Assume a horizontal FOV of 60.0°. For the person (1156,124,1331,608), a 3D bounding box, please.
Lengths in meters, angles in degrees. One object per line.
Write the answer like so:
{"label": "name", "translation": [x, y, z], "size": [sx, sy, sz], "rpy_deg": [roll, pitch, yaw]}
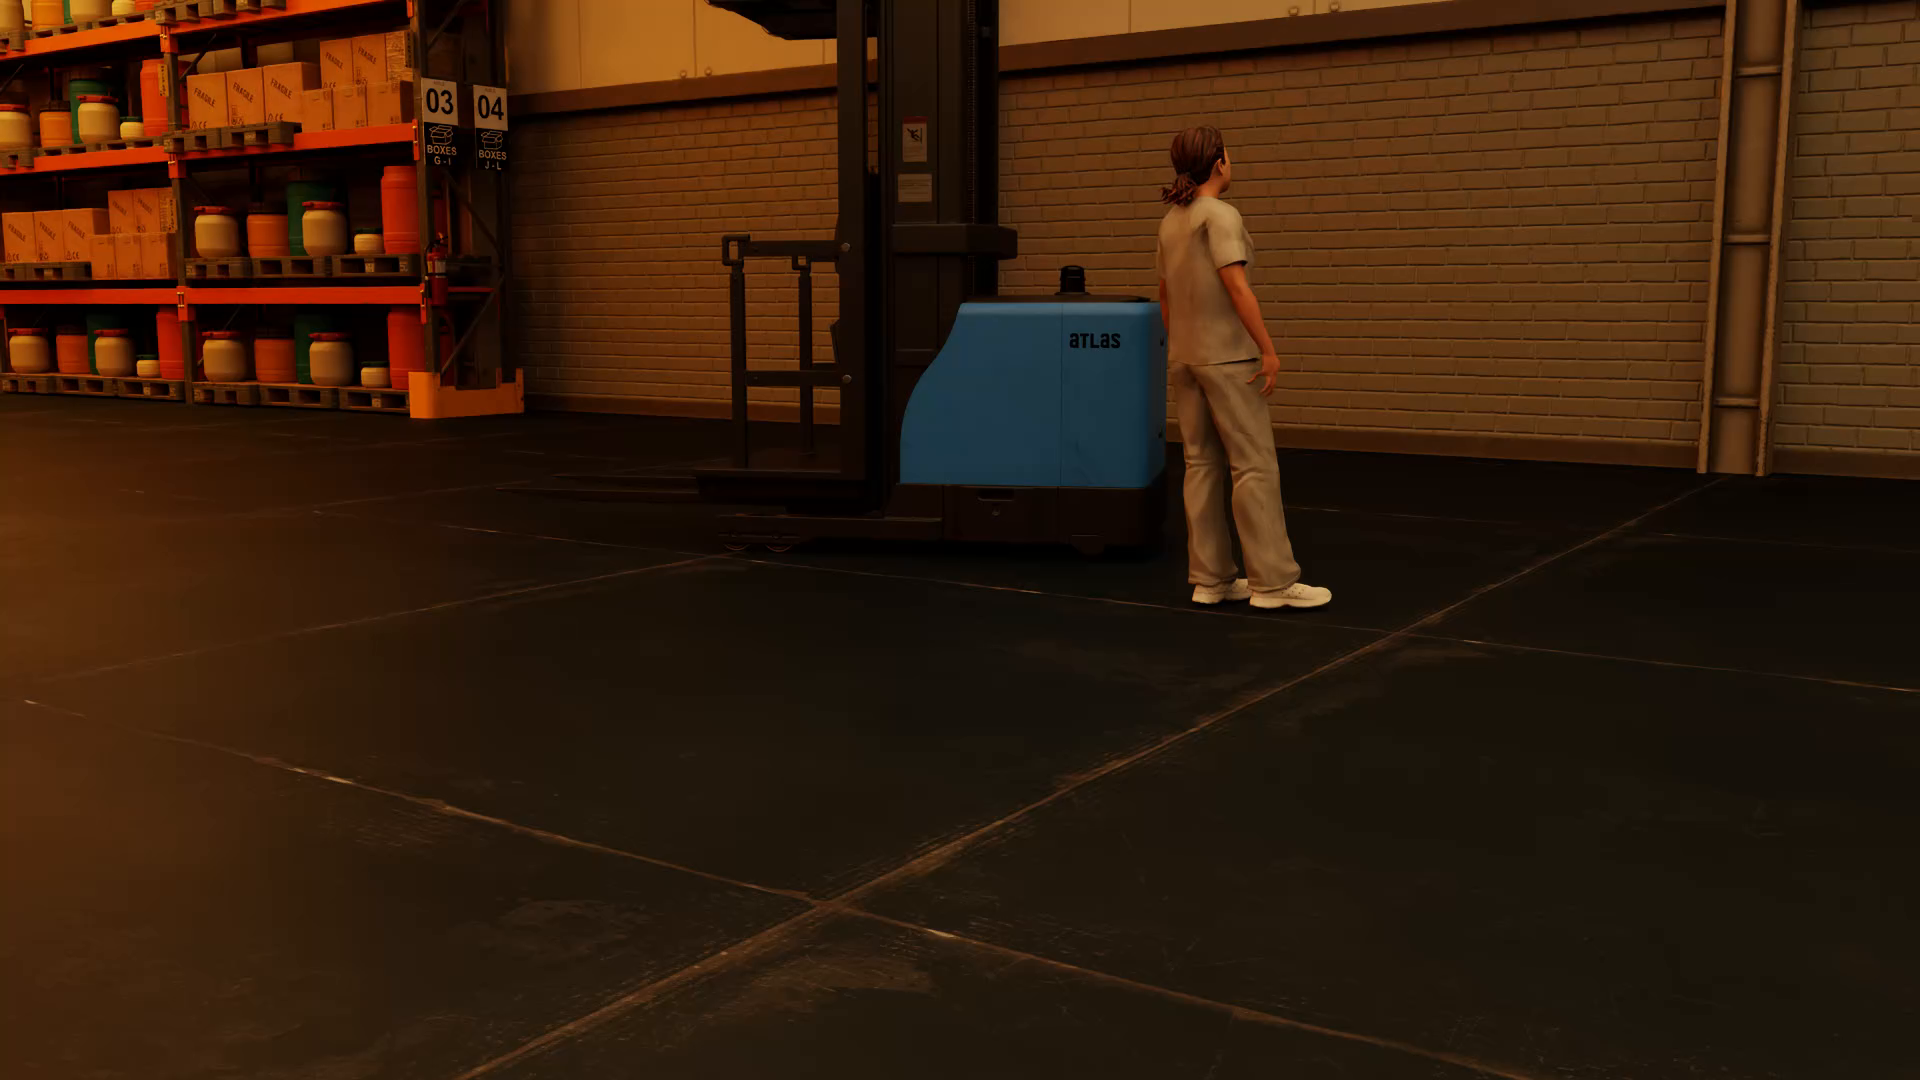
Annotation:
{"label": "person", "translation": [0.962, -0.607, 5.873], "size": [0.549, 1.676, 0.551], "rpy_deg": [-4, 9, -28]}

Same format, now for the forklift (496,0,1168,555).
{"label": "forklift", "translation": [-0.596, -1.469, 7.520], "size": [3.031, 2.935, 1.130], "rpy_deg": [2, 8, 12]}
